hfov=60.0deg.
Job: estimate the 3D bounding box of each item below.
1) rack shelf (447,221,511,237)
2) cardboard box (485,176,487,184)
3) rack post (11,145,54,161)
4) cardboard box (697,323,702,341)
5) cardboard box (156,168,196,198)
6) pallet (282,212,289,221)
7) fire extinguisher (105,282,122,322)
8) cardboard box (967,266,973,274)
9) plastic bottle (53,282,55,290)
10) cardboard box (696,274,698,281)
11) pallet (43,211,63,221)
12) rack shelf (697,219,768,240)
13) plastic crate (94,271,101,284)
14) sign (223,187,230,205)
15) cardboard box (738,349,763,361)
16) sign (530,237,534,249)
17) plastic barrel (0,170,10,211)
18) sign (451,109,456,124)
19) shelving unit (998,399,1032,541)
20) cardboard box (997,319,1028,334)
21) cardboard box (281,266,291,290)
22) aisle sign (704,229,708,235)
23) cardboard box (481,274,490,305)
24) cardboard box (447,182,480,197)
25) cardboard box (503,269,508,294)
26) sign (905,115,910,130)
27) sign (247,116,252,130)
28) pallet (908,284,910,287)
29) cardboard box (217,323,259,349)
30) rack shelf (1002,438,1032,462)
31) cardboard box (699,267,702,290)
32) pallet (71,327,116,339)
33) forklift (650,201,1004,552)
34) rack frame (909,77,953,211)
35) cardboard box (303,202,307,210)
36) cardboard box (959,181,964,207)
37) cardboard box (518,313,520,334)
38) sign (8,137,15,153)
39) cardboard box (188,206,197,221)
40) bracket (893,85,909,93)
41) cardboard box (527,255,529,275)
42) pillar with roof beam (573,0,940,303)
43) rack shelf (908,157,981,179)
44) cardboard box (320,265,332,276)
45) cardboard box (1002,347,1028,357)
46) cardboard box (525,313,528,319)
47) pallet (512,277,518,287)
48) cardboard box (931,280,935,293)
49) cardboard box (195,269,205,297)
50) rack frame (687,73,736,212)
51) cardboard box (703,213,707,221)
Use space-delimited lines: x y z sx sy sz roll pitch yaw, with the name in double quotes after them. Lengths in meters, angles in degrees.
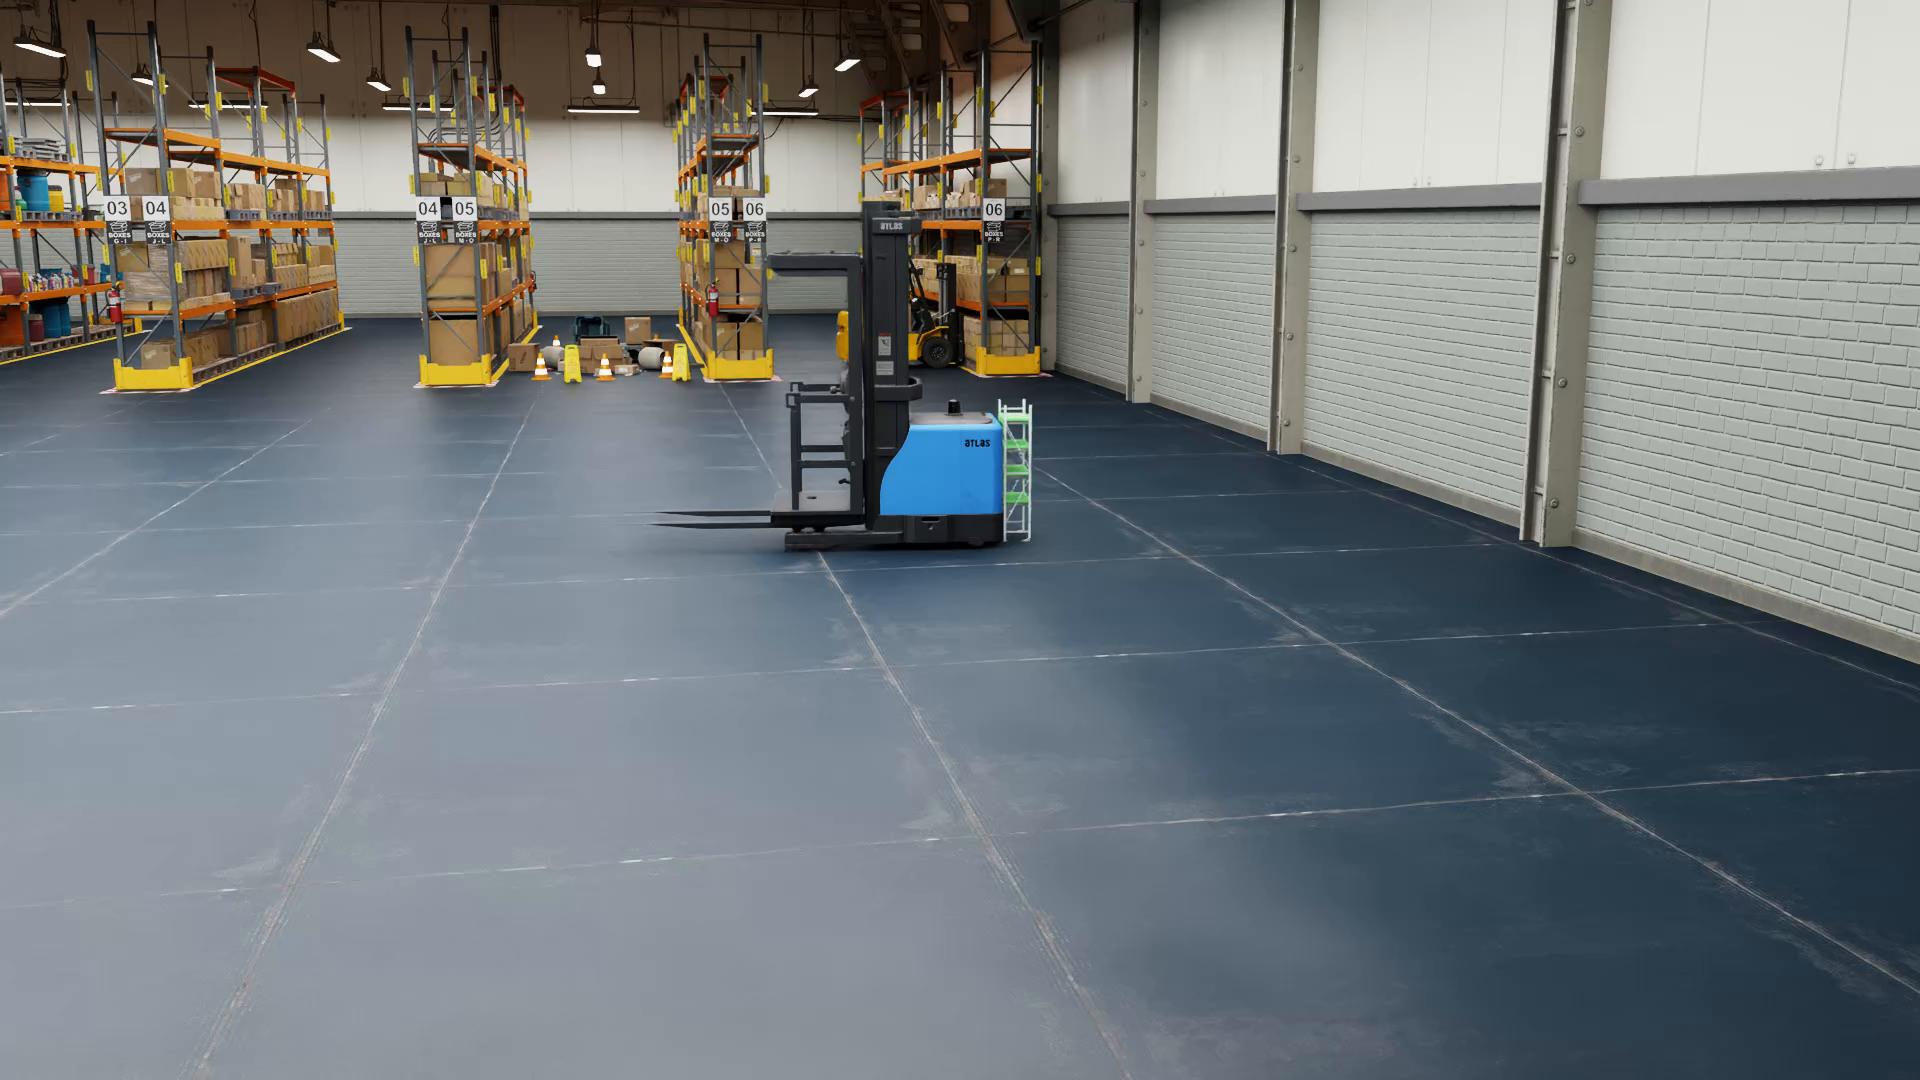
-9.973 -6.435 34.383 1.077 0.370 4.000 -2 11 -11 "rack shelf"
-8.904 -6.611 30.534 0.380 0.149 0.250 -2 11 -10 "cardboard box"
-20.365 -8.408 36.141 0.937 0.300 0.954 -1 11 -5 "rack post"
-5.275 -4.556 36.517 0.950 0.372 0.625 -2 11 -12 "cardboard box"
-13.715 -6.249 29.082 0.500 0.500 0.500 -2 11 -11 "cardboard box"
-15.644 -7.221 37.098 1.003 0.211 1.213 -2 11 -8 "pallet"
-14.121 -3.976 27.773 0.296 0.674 0.183 -2 11 -11 "fire extinguisher"
0.351 -5.204 32.012 0.380 0.149 0.250 -2 11 -13 "cardboard box"
-20.200 -5.668 36.984 0.097 0.201 0.097 0 11 0 "plastic bottle"
-5.582 -5.740 36.382 0.380 0.149 0.250 -2 11 -11 "cardboard box"
-20.411 -7.106 36.489 1.003 0.211 1.213 -2 11 -11 "pallet"
-4.359 -5.900 31.572 1.077 0.370 4.000 -2 11 -11 "rack shelf"
-20.999 -6.331 40.093 0.437 0.282 0.530 -2 11 -11 "plastic crate"
-13.938 -6.535 31.601 0.100 0.325 0.005 -2 11 -11 "sign"
-3.856 -3.426 30.906 0.500 0.250 0.500 -2 11 -11 "cardboard box"
-11.370 -7.889 44.181 0.100 0.325 0.005 -2 11 -11 "sign"
-20.213 -7.334 34.915 0.600 0.830 0.708 -2 11 -11 "plastic barrel"
-10.892 -9.105 35.755 0.100 0.325 0.005 -2 11 -11 "sign"
0.484 -0.626 14.778 0.258 1.200 0.503 -1 11 -4 "shelving unit"
0.990 -4.036 31.433 0.500 0.250 0.500 -2 11 -12 "cardboard box"
-15.280 -5.856 37.174 0.500 0.500 0.500 -2 11 -12 "cardboard box"
-6.792 -8.649 45.161 0.394 0.787 0.004 -2 11 -11 "aisle sign"
-9.037 -4.562 30.239 0.875 0.550 0.550 -2 11 -11 "cardboard box"
-8.648 -6.113 28.986 0.500 0.250 0.500 -2 11 -11 "cardboard box"
-9.714 -5.381 34.676 0.500 0.500 0.500 -2 11 -10 "cardboard box"
-1.188 -9.484 37.750 0.100 0.325 0.005 -2 11 -11 "sign"
-16.574 -9.721 38.782 0.100 0.325 0.005 -2 11 -11 "sign"
-0.859 -6.089 39.176 1.213 0.211 1.003 -2 11 -11 "pallet"
-14.859 -4.181 34.147 0.700 0.500 0.500 -1 11 -6 "cardboard box"
0.484 -0.799 14.745 0.258 0.148 0.480 -1 11 -4 "rack shelf"
-4.936 -5.251 33.198 0.500 0.500 0.500 -2 11 -11 "cardboard box"
-21.305 -5.061 40.721 1.003 0.211 1.213 -2 11 -11 "pallet"
-1.165 -1.437 14.410 3.031 2.935 1.130 -1 11 -4 "forklift"
-0.658 -9.008 37.958 1.000 3.000 0.127 -2 11 -11 "rack frame"
-16.336 -8.271 40.451 0.700 0.500 0.500 -2 11 -8 "cardboard box"
0.396 -6.746 32.428 0.797 0.503 0.637 -2 11 -9 "cardboard box"
-10.455 -4.985 38.426 0.500 0.500 0.500 -2 11 -12 "cardboard box"
-19.567 -8.149 34.308 0.100 0.325 0.005 -2 11 -11 "sign"
-13.730 -5.735 29.185 0.500 0.250 0.500 -2 11 -11 "cardboard box"
-1.617 -12.206 45.133 0.076 0.066 4.783 -2 11 -11 "bracket"
-11.375 -7.083 42.827 0.500 0.500 0.500 -2 11 -11 "cardboard box"
-4.910 -9.746 41.833 9.100 9.000 0.548 -2 11 -11 "pillar with roof beam"
-0.269 -8.091 36.135 1.077 0.370 4.000 -2 11 -11 "rack shelf"
-16.350 -6.887 42.463 0.500 0.250 0.500 -2 11 -12 "cardboard box"
0.994 -3.547 31.538 0.500 0.250 0.500 -2 11 -11 "cardboard box"
-11.183 -5.681 42.228 0.380 0.149 0.250 -2 11 -11 "cardboard box"
-10.787 -5.949 38.441 1.003 0.211 1.213 -2 11 -11 "pallet"
-0.338 -5.429 35.597 0.500 0.250 0.500 -2 11 -11 "cardboard box"
-14.126 -4.622 29.895 0.875 0.500 0.500 -2 11 -11 "cardboard box"
-5.526 -8.827 37.006 1.000 3.000 0.127 -2 11 -11 "rack frame"
-4.656 -6.098 31.363 0.380 0.149 0.250 -2 11 -12 "cardboard box"
